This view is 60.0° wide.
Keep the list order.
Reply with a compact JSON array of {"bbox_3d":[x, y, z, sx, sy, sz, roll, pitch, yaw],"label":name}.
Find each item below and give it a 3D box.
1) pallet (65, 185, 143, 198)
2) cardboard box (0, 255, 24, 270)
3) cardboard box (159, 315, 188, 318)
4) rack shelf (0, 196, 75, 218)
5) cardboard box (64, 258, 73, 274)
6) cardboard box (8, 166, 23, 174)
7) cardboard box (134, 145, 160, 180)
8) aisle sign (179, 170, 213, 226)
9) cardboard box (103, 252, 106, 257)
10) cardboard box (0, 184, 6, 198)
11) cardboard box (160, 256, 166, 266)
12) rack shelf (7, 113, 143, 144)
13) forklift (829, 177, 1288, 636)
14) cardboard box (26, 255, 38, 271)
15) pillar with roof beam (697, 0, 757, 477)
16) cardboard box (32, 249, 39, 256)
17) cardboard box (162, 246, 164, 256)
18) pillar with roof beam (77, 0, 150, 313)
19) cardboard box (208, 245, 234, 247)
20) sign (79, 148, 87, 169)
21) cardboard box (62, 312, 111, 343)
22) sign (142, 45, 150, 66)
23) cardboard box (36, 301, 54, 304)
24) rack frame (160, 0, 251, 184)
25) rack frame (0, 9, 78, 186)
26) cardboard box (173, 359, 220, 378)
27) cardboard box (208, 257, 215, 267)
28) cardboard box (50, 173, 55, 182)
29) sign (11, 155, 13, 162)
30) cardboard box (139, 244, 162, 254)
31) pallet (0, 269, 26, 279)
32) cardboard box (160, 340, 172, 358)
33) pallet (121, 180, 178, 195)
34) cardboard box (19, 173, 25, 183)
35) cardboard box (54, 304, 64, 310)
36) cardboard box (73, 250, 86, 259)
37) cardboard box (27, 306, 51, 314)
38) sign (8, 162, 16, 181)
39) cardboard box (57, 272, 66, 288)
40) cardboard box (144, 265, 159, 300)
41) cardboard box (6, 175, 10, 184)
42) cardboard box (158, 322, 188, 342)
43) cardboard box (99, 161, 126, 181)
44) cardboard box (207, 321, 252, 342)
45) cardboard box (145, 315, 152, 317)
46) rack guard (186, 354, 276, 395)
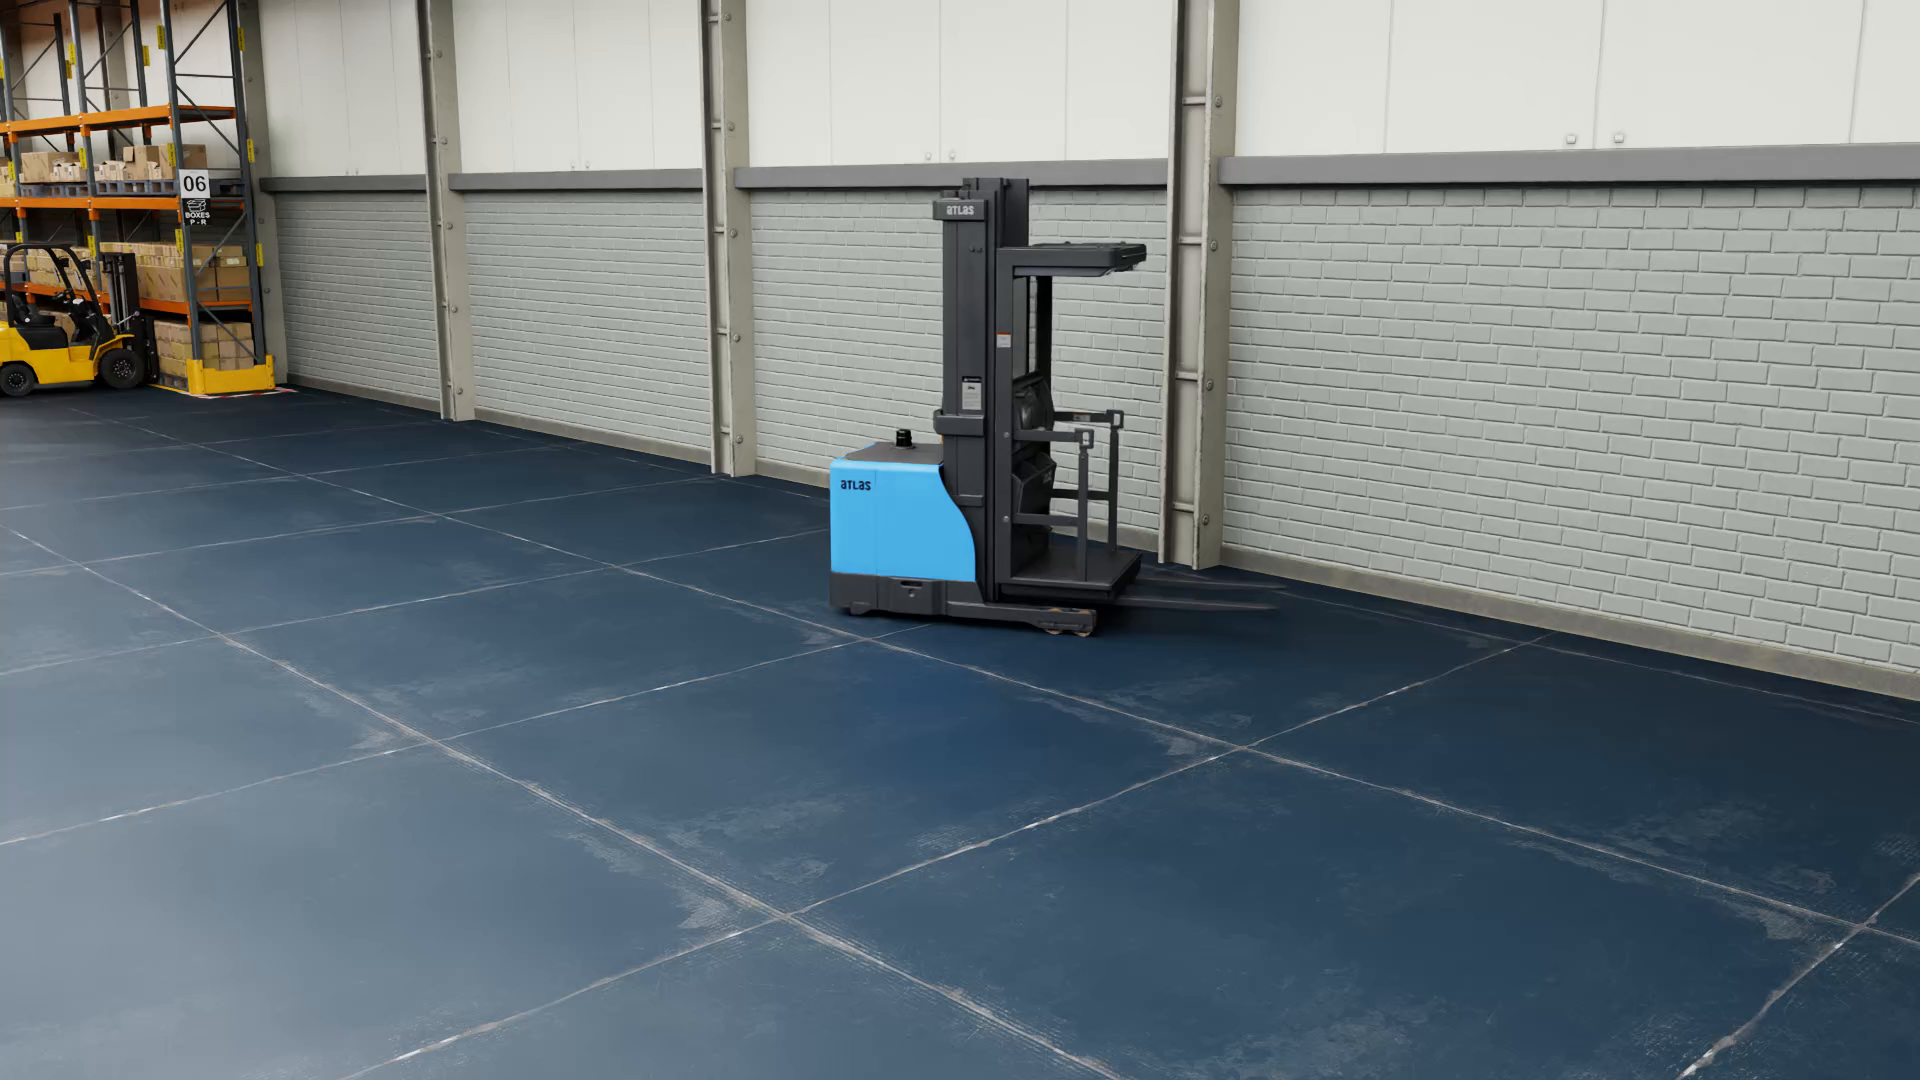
[{"bbox_3d":[-14.182,-5.774,27.543,1.217,0.209,0.805,11,16,43],"label":"pallet"},{"bbox_3d":[-17.288,-5.096,30.545,0.500,0.250,0.500,11,16,42],"label":"cardboard box"},{"bbox_3d":[-12.383,-3.428,26.411,0.500,0.250,0.500,-11,16,-42],"label":"cardboard box"},{"bbox_3d":[-17.707,-6.264,31.231,1.077,0.370,4.000,-11,16,-43],"label":"rack shelf"},{"bbox_3d":[-14.797,-4.628,28.076,0.500,0.250,0.500,-10,16,-41],"label":"cardboard box"},{"bbox_3d":[-16.777,-6.601,29.730,0.380,0.149,0.250,-10,15,-41],"label":"cardboard box"},{"bbox_3d":[-11.918,-5.655,24.954,0.700,0.500,0.500,-11,16,-42],"label":"cardboard box"},{"bbox_3d":[-10.968,-4.910,23.870,0.394,0.787,0.004,-11,16,-43],"label":"aisle sign"},{"bbox_3d":[-13.534,-4.555,26.731,0.380,0.149,0.250,-11,16,-43],"label":"cardboard box"},{"bbox_3d":[-17.203,-6.365,30.312,0.500,0.250,0.500,-11,16,-42],"label":"cardboard box"},{"bbox_3d":[-11.739,-4.183,24.927,0.380,0.149,0.250,-11,16,-43],"label":"cardboard box"},{"bbox_3d":[-14.945,-6.953,28.135,1.077,0.370,4.000,-11,16,-43],"label":"rack shelf"},{"bbox_3d":[0.680,-0.927,11.147,3.031,2.935,1.130,3,12,16],"label":"forklift"},{"bbox_3d":[-16.214,-4.924,29.512,0.500,0.250,0.500,-11,16,-43],"label":"cardboard box"},{"bbox_3d":[-5.457,-4.502,13.462,9.100,9.000,0.400,-11,16,-43],"label":"pillar with roof beam"},{"bbox_3d":[-16.133,-5.096,29.355,0.380,0.149,0.250,-10,16,-41],"label":"cardboard box"},{"bbox_3d":[-11.712,-4.336,24.930,0.380,0.149,0.250,-11,16,-42],"label":"cardboard box"},{"bbox_3d":[-17.887,-7.129,26.213,9.100,9.000,0.548,-11,16,-43],"label":"pillar with roof beam"},{"bbox_3d":[-11.017,-4.326,24.885,0.380,0.149,0.250,-10,15,-41],"label":"cardboard box"},{"bbox_3d":[-13.949,-6.071,26.450,0.100,0.325,0.005,-11,16,-43],"label":"sign"},{"bbox_3d":[-14.983,-3.612,28.856,0.625,0.625,0.875,11,16,43],"label":"cardboard box"},{"bbox_3d":[-13.145,-7.819,26.853,0.100,0.325,0.005,-11,16,-43],"label":"sign"},{"bbox_3d":[-17.392,-4.455,31.649,0.380,0.149,0.250,-11,16,-42],"label":"cardboard box"},{"bbox_3d":[-10.801,-6.626,23.772,1.000,3.000,0.127,-11,16,-43],"label":"rack frame"},{"bbox_3d":[-16.326,-7.794,29.439,1.000,3.000,0.127,-11,16,-43],"label":"rack frame"},{"bbox_3d":[-11.354,-2.571,24.731,0.500,0.250,0.500,-11,16,-42],"label":"cardboard box"},{"bbox_3d":[-11.064,-4.167,24.849,0.380,0.149,0.250,-11,16,-43],"label":"cardboard box"},{"bbox_3d":[-15.075,-6.103,28.001,0.380,0.149,0.250,-11,16,-43],"label":"cardboard box"},{"bbox_3d":[-18.689,-7.432,32.861,0.100,0.325,0.005,-11,16,-43],"label":"sign"},{"bbox_3d":[-12.426,-4.485,25.655,0.380,0.149,0.250,-11,16,-42],"label":"cardboard box"},{"bbox_3d":[-17.672,-5.044,31.438,1.003,0.211,1.213,-11,16,-43],"label":"pallet"},{"bbox_3d":[-11.702,-2.894,25.058,0.500,0.250,0.500,-11,16,-43],"label":"cardboard box"},{"bbox_3d":[-12.117,-5.398,25.466,1.003,0.211,1.213,-11,16,-43],"label":"pallet"},{"bbox_3d":[-16.305,-6.371,29.260,0.380,0.166,0.250,-11,16,-43],"label":"cardboard box"},{"bbox_3d":[-16.625,-4.316,30.975,0.380,0.149,0.250,-10,15,-41],"label":"cardboard box"},{"bbox_3d":[-14.560,-4.755,27.703,0.250,0.149,0.380,11,16,43],"label":"cardboard box"},{"bbox_3d":[-16.850,-4.191,30.367,0.250,0.149,0.380,11,16,42],"label":"cardboard box"},{"bbox_3d":[-16.720,-6.502,29.324,0.100,0.325,0.005,-11,16,-43],"label":"sign"},{"bbox_3d":[-15.135,-4.459,28.491,0.500,0.250,0.500,-10,15,-41],"label":"cardboard box"},{"bbox_3d":[-12.037,-3.924,25.275,0.500,0.500,0.500,-11,16,-44],"label":"cardboard box"},{"bbox_3d":[-17.073,-6.547,30.205,0.380,0.149,0.250,-10,16,-41],"label":"cardboard box"},{"bbox_3d":[-11.702,-3.134,24.984,0.500,0.250,0.500,-11,16,-42],"label":"cardboard box"},{"bbox_3d":[-13.165,-5.796,26.110,0.500,0.311,0.500,-10,16,-41],"label":"cardboard box"},{"bbox_3d":[-10.996,-3.133,24.980,0.500,0.250,0.500,-11,16,-43],"label":"cardboard box"},{"bbox_3d":[-13.110,-3.430,26.421,0.500,0.250,0.500,-11,16,-42],"label":"cardboard box"},{"bbox_3d":[-10.785,-2.460,24.612,1.175,0.500,0.348,-11,16,-43],"label":"rack guard"}]
